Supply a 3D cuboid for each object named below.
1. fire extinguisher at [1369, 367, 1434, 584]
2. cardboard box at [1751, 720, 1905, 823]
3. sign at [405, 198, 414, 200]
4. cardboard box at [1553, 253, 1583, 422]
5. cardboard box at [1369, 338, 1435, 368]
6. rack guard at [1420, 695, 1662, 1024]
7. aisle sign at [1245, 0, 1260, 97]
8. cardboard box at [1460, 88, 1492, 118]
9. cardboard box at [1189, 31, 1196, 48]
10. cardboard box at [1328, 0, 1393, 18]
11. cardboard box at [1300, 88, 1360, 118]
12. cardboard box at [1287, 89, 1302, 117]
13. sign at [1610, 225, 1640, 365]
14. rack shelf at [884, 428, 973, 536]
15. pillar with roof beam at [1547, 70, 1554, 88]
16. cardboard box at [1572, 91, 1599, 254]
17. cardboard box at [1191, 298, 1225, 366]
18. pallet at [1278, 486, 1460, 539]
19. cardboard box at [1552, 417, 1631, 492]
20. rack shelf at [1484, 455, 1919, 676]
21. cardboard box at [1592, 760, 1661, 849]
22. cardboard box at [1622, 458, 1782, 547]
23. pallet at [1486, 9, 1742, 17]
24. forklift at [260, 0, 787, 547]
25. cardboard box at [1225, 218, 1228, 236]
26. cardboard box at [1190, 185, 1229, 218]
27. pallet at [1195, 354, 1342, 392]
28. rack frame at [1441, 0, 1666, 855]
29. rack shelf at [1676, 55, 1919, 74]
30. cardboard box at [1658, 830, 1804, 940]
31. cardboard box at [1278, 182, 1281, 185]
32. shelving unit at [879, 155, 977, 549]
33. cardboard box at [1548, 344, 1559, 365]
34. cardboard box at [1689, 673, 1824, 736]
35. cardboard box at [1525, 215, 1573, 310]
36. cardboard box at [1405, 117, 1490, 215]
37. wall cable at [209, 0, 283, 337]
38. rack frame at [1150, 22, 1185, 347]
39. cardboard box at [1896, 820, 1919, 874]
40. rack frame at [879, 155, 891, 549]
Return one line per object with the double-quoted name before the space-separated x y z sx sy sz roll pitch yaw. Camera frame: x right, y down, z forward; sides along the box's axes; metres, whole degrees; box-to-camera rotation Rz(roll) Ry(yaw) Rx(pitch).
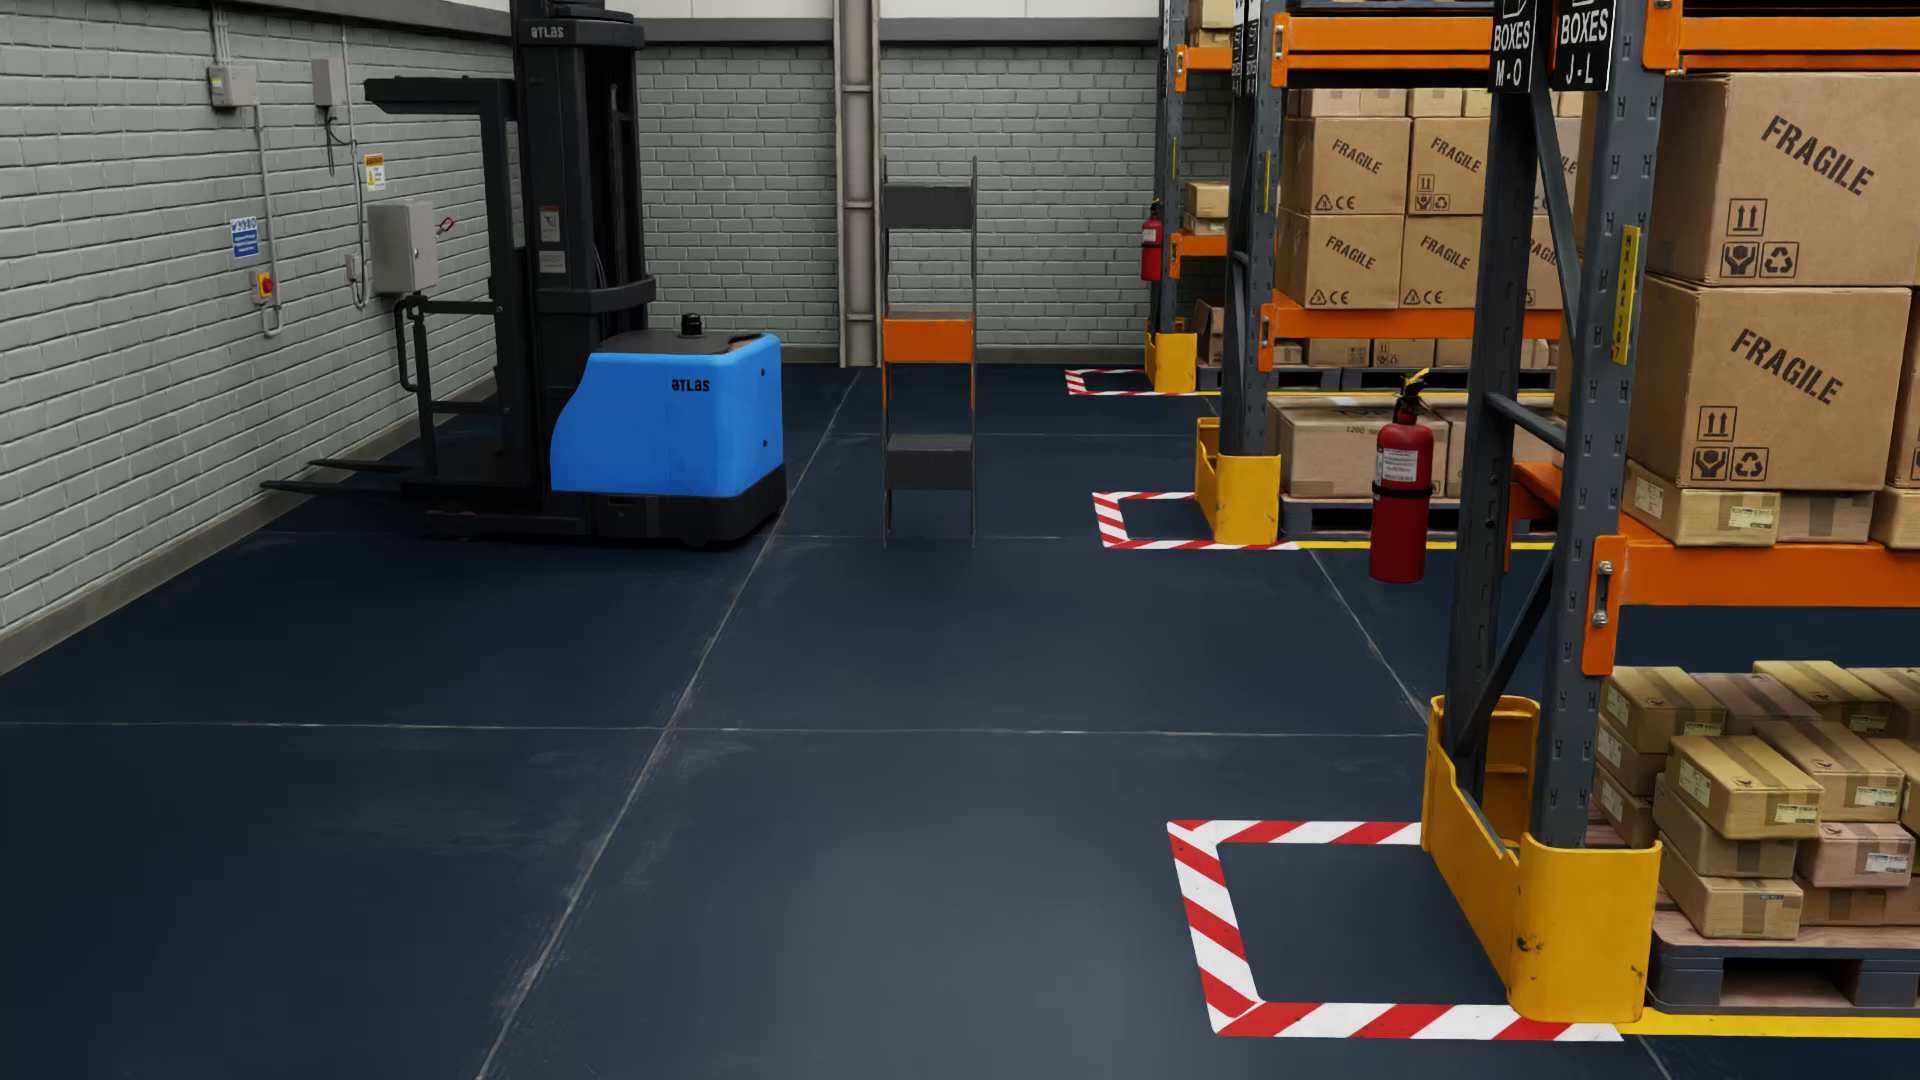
"fire extinguisher" 1.370 -0.210 5.139 0.183 0.674 0.296 0 15 1
"cardboard box" 2.404 0.640 4.632 0.250 0.149 0.380 1 15 2
"sign" -3.997 -2.218 12.055 0.001 0.494 0.329 0 15 1
"cardboard box" 2.066 -0.563 4.817 0.500 0.500 0.500 1 15 3
"cardboard box" 3.747 -1.759 14.205 0.500 0.500 0.500 1 15 2
"rack guard" 1.686 0.901 4.947 0.348 0.500 1.175 0 15 1
"aisle sign" 1.556 -2.755 8.807 0.004 0.787 0.394 0 15 1
"cardboard box" 2.767 -2.333 8.873 0.250 0.149 0.380 0 15 0
"cardboard box" 2.084 -4.223 14.080 0.250 0.149 0.380 1 15 3
"cardboard box" 3.215 -4.282 13.521 0.500 0.250 0.500 0 15 0
"cardboard box" 1.983 -2.344 8.917 0.250 0.149 0.380 1 15 3
"cardboard box" 1.999 -2.466 9.378 0.250 0.149 0.380 1 15 2
"sign" 1.596 -0.589 3.995 0.005 0.325 0.100 0 15 1
"rack shelf" -0.165 -0.326 9.258 0.480 0.518 0.431 0 15 1
"pillar with roof beam" 4.974 -4.849 10.078 0.400 9.000 9.100 0 15 1
"cardboard box" 2.074 -1.045 4.680 0.500 0.500 0.500 0 15 0
"cardboard box" 2.367 -1.805 14.373 0.637 0.503 0.797 0 15 -1
"pallet" 2.437 -0.238 9.828 1.213 0.211 1.003 0 15 1
"cardboard box" 1.943 -0.257 4.927 0.250 0.149 0.380 0 15 1
"rack shelf" 3.609 0.052 4.672 4.000 0.370 1.077 0 15 1
"cardboard box" 2.141 0.817 5.128 0.250 0.149 0.380 1 15 2
"cardboard box" 1.925 -0.101 4.337 0.250 0.149 0.380 0 15 1
"pallet" 3.600 -2.970 9.010 1.213 0.211 1.003 0 15 1
"forklift" -2.603 -1.541 9.434 3.031 2.935 1.130 3 15 10
"cardboard box" 2.335 -2.654 14.012 0.250 0.149 0.380 1 15 3
"cardboard box" 2.205 -2.837 13.924 0.500 0.250 0.500 0 15 2
"pallet" 2.631 -1.484 14.550 1.213 0.211 1.003 0 15 1
"rack frame" 1.610 -0.309 4.630 0.127 3.000 1.000 0 15 1
"rack shelf" 7.756 -3.901 13.776 4.000 0.370 1.077 0 15 1
"cardboard box" 2.125 0.952 4.617 0.250 0.149 0.380 1 15 3
"cardboard box" 2.740 -2.970 14.427 0.500 0.250 0.500 0 15 2
"shelving unit" -0.165 -1.016 9.076 0.503 2.100 0.431 0 15 1
"cardboard box" 5.193 -1.565 14.156 0.250 0.149 0.380 0 15 0
"cardboard box" 2.395 0.534 5.034 0.250 0.149 0.380 1 15 3
"cardboard box" 3.122 -1.539 9.099 0.500 0.500 0.500 0 15 1
"cardboard box" 2.625 -2.026 8.983 0.500 0.500 0.500 0 15 0
"wall cable" -4.002 -2.109 9.400 0.123 1.953 0.585 0 15 1
"rack frame" 1.758 -2.837 14.215 0.127 3.000 1.000 0 15 1
"cardboard box" 2.646 0.787 4.659 0.250 0.149 0.380 1 15 2
"rack frame" -0.409 -1.018 9.082 0.015 2.100 0.400 0 15 1
